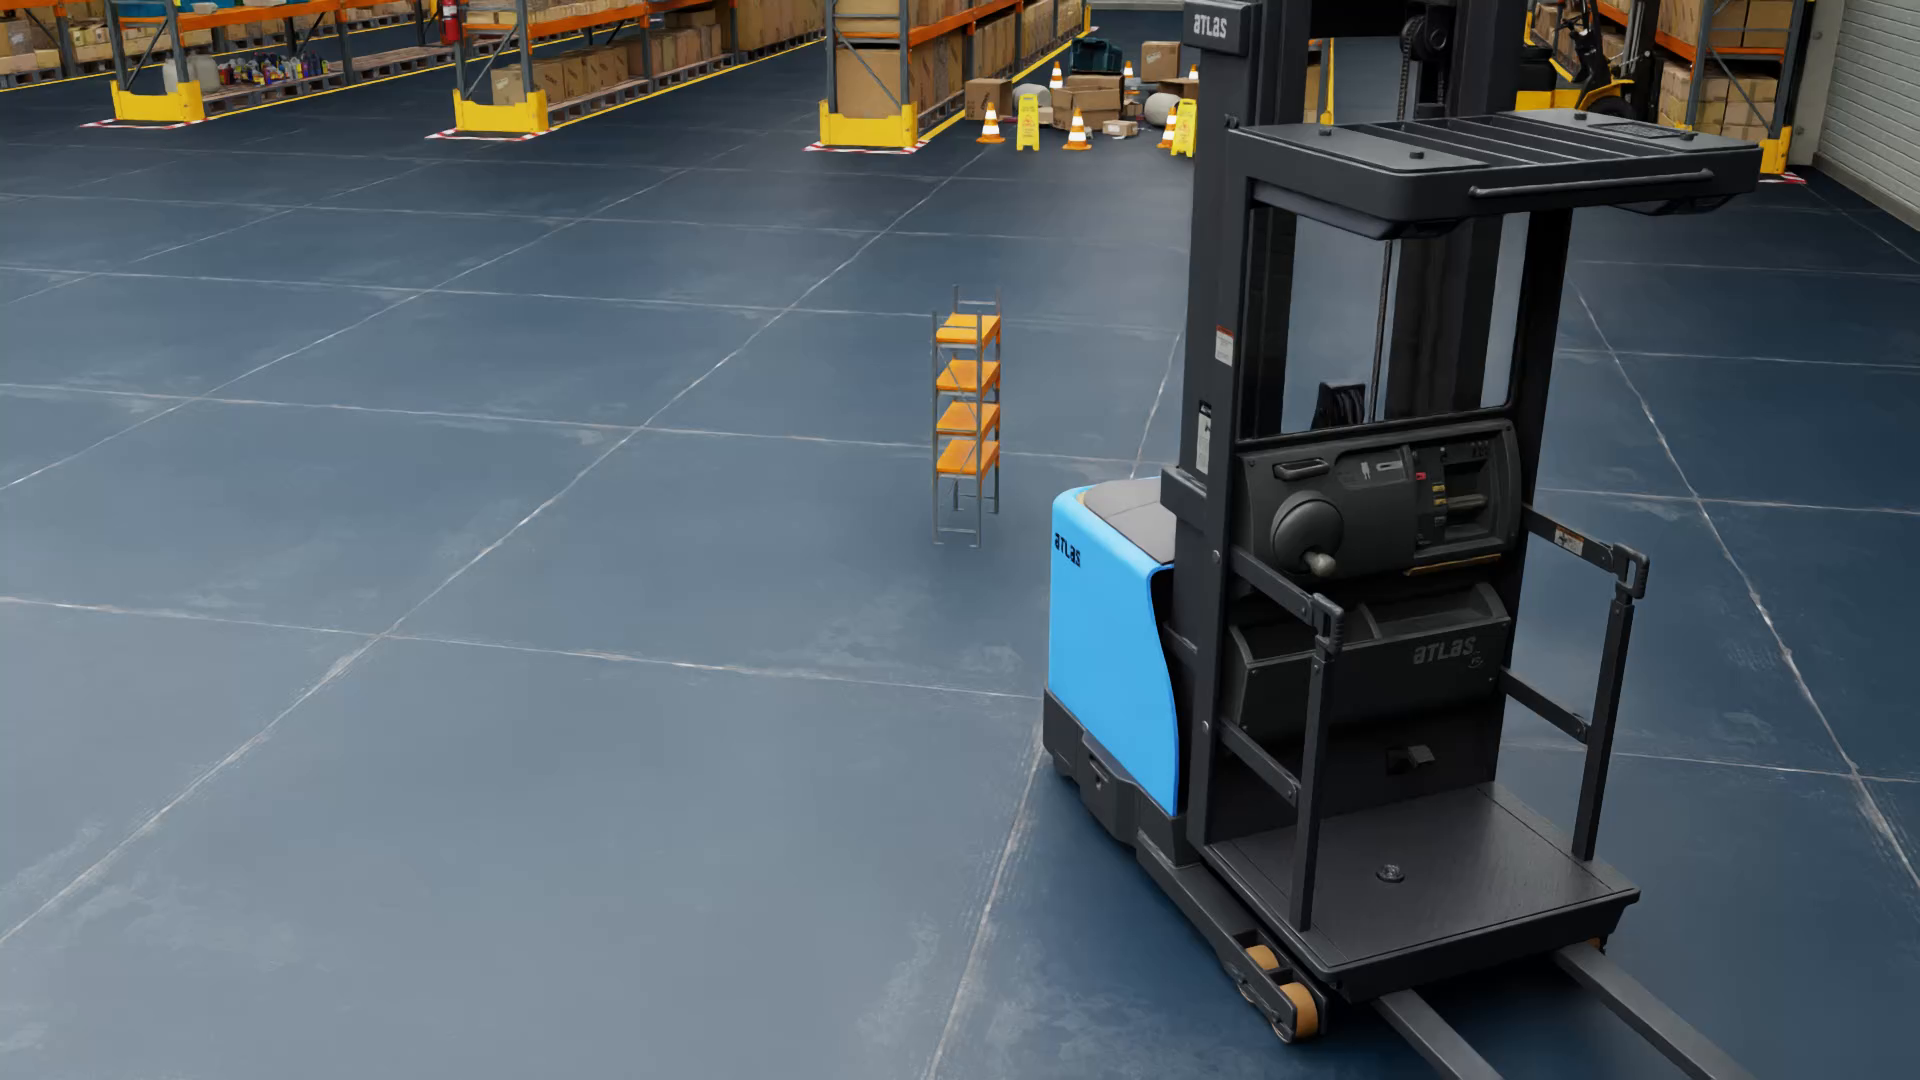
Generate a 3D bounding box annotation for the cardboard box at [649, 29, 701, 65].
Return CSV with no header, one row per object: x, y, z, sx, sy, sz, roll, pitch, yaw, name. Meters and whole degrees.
-4.643,-8.006,26.975,0.700,0.500,0.500,6,23,15,cardboard box

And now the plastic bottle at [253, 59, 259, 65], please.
-10.584,-7.084,24.991,0.097,0.271,0.097,0,22,0,plastic bottle

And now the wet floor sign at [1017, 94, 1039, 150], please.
0.819,-5.025,19.968,0.267,0.644,0.232,1,22,2,wet floor sign

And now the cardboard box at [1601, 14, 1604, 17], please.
11.179,-8.944,28.461,0.380,0.149,0.250,5,22,11,cardboard box

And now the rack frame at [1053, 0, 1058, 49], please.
1.335,-10.668,30.826,1.000,3.000,0.127,4,22,11,rack frame

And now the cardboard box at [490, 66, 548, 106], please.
-5.805,-5.956,21.912,0.500,0.500,0.500,9,24,21,cardboard box

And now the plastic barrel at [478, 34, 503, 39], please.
-8.852,-9.667,31.007,0.600,0.588,0.708,4,22,11,plastic barrel

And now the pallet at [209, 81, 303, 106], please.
-10.406,-6.551,24.337,1.003,0.211,1.213,4,22,11,pallet

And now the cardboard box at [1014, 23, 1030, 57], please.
0.913,-8.479,28.176,0.500,0.500,0.500,4,22,9,cardboard box

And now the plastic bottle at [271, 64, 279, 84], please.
-10.032,-6.811,24.314,0.097,0.271,0.097,0,22,0,plastic bottle

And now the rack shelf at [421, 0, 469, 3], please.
-8.757,-10.395,31.112,1.077,0.370,4.000,4,22,11,rack shelf

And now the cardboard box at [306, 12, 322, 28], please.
-13.127,-10.501,33.170,0.500,0.500,0.500,5,22,11,cardboard box

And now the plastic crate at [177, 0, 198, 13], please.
-10.850,-7.446,23.025,0.499,0.251,0.408,4,22,11,plastic crate

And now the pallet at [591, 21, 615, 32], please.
-7.990,-10.886,35.101,1.003,0.211,1.213,4,22,11,pallet

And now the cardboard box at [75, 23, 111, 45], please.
-14.394,-8.408,27.583,0.500,0.311,0.500,4,22,10,cardboard box

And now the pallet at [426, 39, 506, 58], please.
-9.045,-8.995,30.407,1.003,0.211,1.213,4,22,11,pallet

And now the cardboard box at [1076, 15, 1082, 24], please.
2.294,-10.693,34.142,0.380,0.149,0.250,5,23,13,cardboard box

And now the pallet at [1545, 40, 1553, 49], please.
11.202,-8.908,30.189,1.003,0.211,1.213,4,22,11,pallet

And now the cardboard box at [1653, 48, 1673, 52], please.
9.023,-6.255,21.649,0.500,0.250,0.500,4,22,10,cardboard box

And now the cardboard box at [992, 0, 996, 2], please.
0.280,-8.327,24.882,0.500,0.500,0.500,4,22,11,cardboard box

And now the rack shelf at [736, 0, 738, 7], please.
-3.908,-10.018,30.175,1.077,0.370,4.000,4,22,11,rack shelf

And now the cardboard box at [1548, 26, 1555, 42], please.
10.960,-9.234,30.363,0.396,0.266,0.258,5,23,13,cardboard box

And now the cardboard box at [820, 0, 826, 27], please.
-3.104,-10.856,33.577,0.875,0.875,0.875,4,22,11,cardboard box

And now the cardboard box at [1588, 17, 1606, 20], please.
10.496,-8.592,27.589,0.380,0.149,0.250,5,22,11,cardboard box

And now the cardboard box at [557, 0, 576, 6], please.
-5.681,-7.449,22.302,0.875,0.500,0.500,4,22,11,cardboard box

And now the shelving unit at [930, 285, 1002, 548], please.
0.034,-0.617,8.280,0.258,1.200,0.503,4,22,11,shelving unit

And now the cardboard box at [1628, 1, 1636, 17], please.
9.276,-7.159,22.315,0.500,0.250,0.500,5,22,12,cardboard box

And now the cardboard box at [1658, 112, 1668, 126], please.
8.510,-4.858,19.519,0.500,0.250,0.500,4,22,11,cardboard box

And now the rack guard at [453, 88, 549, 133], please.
-5.933,-5.562,21.496,1.175,0.500,0.348,4,22,11,rack guard

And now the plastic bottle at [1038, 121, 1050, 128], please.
1.083,-5.445,21.791,0.133,0.061,0.283,-3,22,-8,plastic bottle

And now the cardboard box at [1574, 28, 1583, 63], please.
10.337,-8.068,27.154,0.500,0.500,0.500,5,23,13,cardboard box

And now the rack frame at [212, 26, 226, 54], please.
-14.014,-10.376,30.103,1.000,3.000,0.127,4,22,11,rack frame

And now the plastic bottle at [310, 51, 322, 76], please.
-9.831,-7.252,25.303,0.144,0.351,0.185,4,22,9,plastic bottle

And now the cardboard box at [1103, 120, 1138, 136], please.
2.042,-5.249,21.188,0.380,0.149,0.250,18,28,38,cardboard box

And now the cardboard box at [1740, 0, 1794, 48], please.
8.986,-5.768,18.526,0.500,0.500,0.500,5,23,13,cardboard box

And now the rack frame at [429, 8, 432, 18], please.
-12.381,-13.302,37.367,1.000,3.000,0.127,4,22,11,rack frame

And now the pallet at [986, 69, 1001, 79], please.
0.033,-7.184,25.909,1.003,0.211,1.213,4,22,11,pallet

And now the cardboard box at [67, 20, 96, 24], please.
-14.824,-8.636,28.149,0.500,0.311,0.500,4,22,11,cardboard box

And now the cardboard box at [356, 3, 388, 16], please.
-12.819,-11.573,35.826,0.797,0.503,0.637,4,22,11,cardboard box

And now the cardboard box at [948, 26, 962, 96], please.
-0.495,-6.726,23.322,0.875,0.875,0.875,5,22,12,cardboard box

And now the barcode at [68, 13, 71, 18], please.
-14.370,-8.465,26.829,0.001,0.075,0.075,4,22,11,barcode

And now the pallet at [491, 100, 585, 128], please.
-5.733,-5.723,22.281,1.003,0.211,1.213,4,22,11,pallet

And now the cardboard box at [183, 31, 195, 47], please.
-13.984,-8.896,29.545,0.500,0.250,0.500,4,22,10,cardboard box

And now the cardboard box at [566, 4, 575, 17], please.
-5.409,-7.121,22.357,0.380,0.149,0.250,4,22,11,cardboard box

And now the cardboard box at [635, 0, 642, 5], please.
-4.889,-7.939,24.388,0.380,0.149,0.250,4,22,11,cardboard box

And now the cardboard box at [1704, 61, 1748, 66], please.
9.218,-5.658,20.167,0.500,0.250,0.500,4,22,10,cardboard box

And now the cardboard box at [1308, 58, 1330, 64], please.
4.295,-5.680,20.557,0.500,0.500,0.500,4,22,9,cardboard box

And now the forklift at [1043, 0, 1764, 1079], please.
1.319,-0.096,4.669,1.130,2.935,3.031,-8,23,-20,forklift

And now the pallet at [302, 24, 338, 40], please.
-13.326,-10.245,33.510,1.003,0.211,1.213,4,22,11,pallet

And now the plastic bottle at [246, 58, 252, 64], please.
-10.665,-7.089,24.987,0.061,0.283,0.133,5,23,13,plastic bottle

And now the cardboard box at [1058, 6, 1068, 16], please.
1.888,-10.303,32.377,0.380,0.149,0.250,5,22,12,cardboard box

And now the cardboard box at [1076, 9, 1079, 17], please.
2.218,-10.736,33.851,0.380,0.149,0.250,4,22,9,cardboard box
